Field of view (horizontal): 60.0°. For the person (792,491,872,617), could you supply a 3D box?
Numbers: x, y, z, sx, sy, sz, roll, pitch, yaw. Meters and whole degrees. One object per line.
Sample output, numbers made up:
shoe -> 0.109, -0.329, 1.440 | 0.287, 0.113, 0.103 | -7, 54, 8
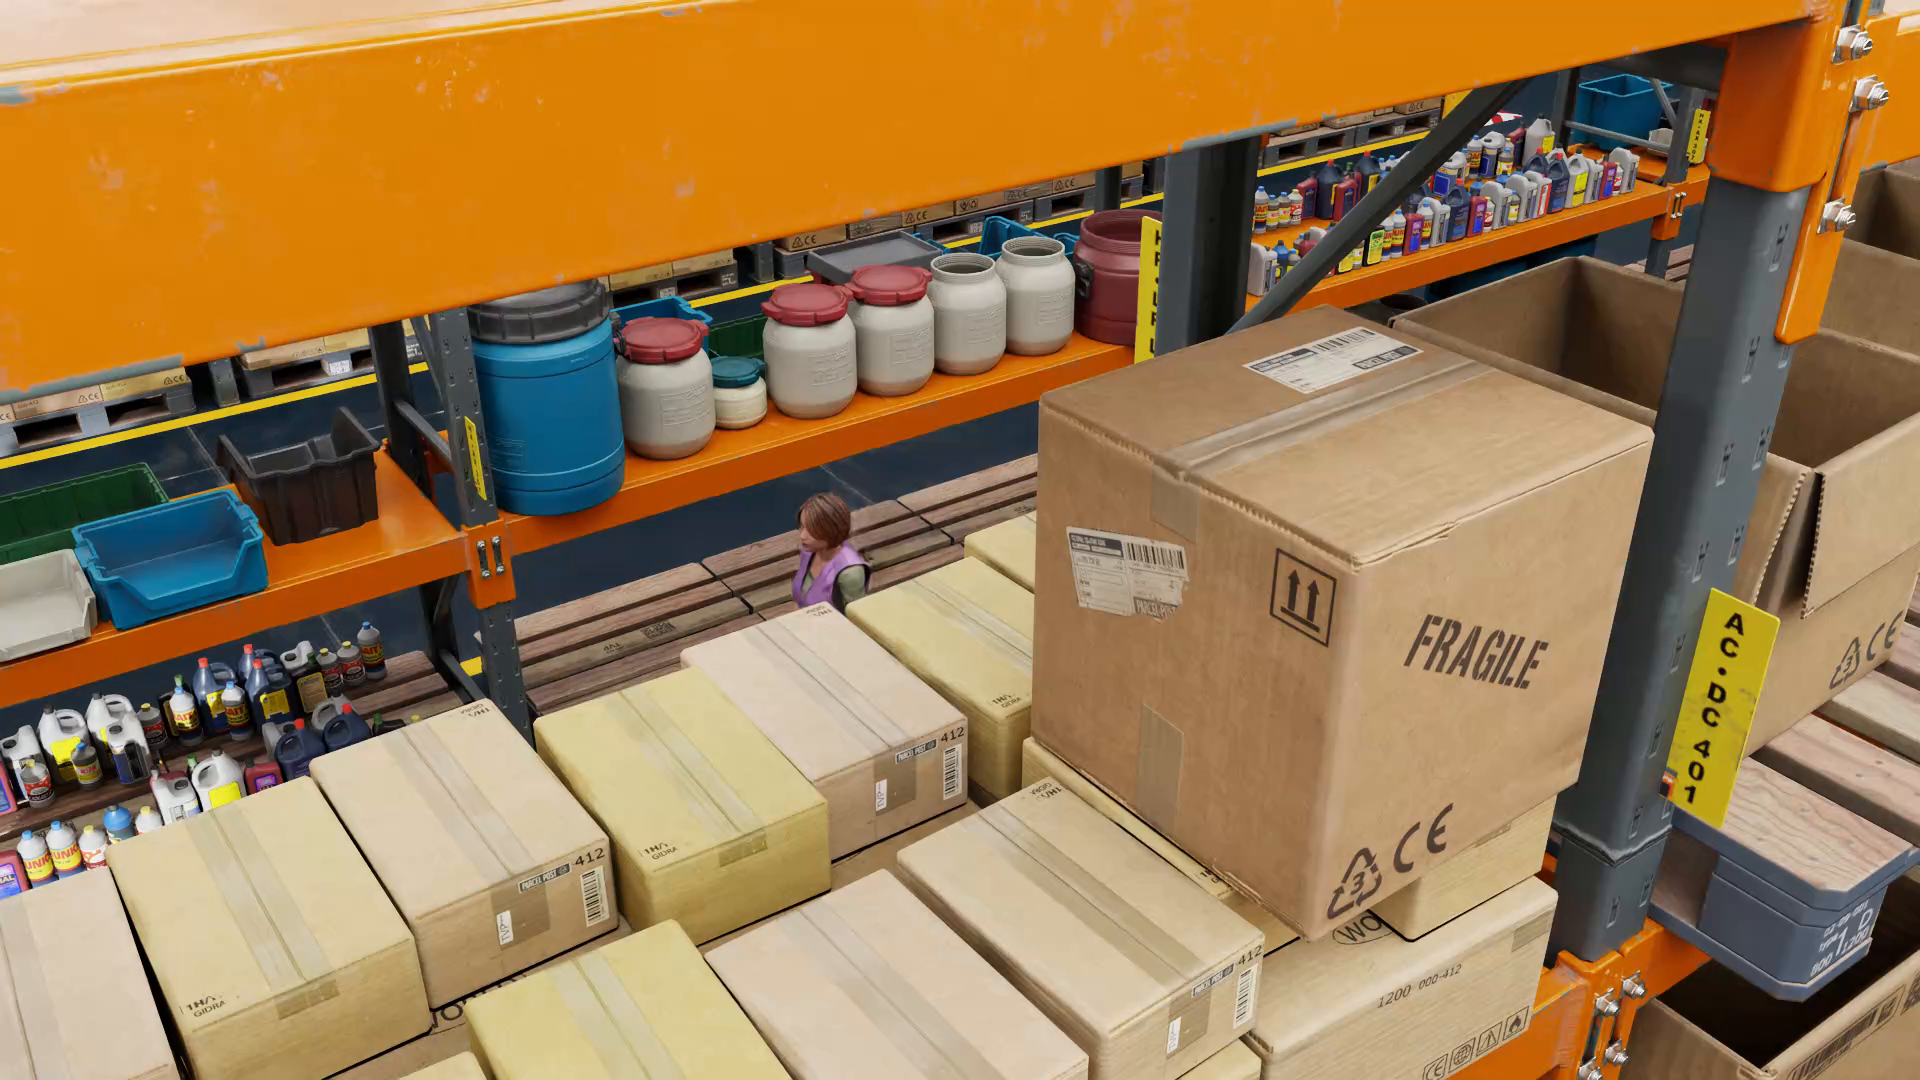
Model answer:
person -> -0.532, 0.512, 6.709 | 0.886, 1.558, 0.433 | -19, 34, -31
